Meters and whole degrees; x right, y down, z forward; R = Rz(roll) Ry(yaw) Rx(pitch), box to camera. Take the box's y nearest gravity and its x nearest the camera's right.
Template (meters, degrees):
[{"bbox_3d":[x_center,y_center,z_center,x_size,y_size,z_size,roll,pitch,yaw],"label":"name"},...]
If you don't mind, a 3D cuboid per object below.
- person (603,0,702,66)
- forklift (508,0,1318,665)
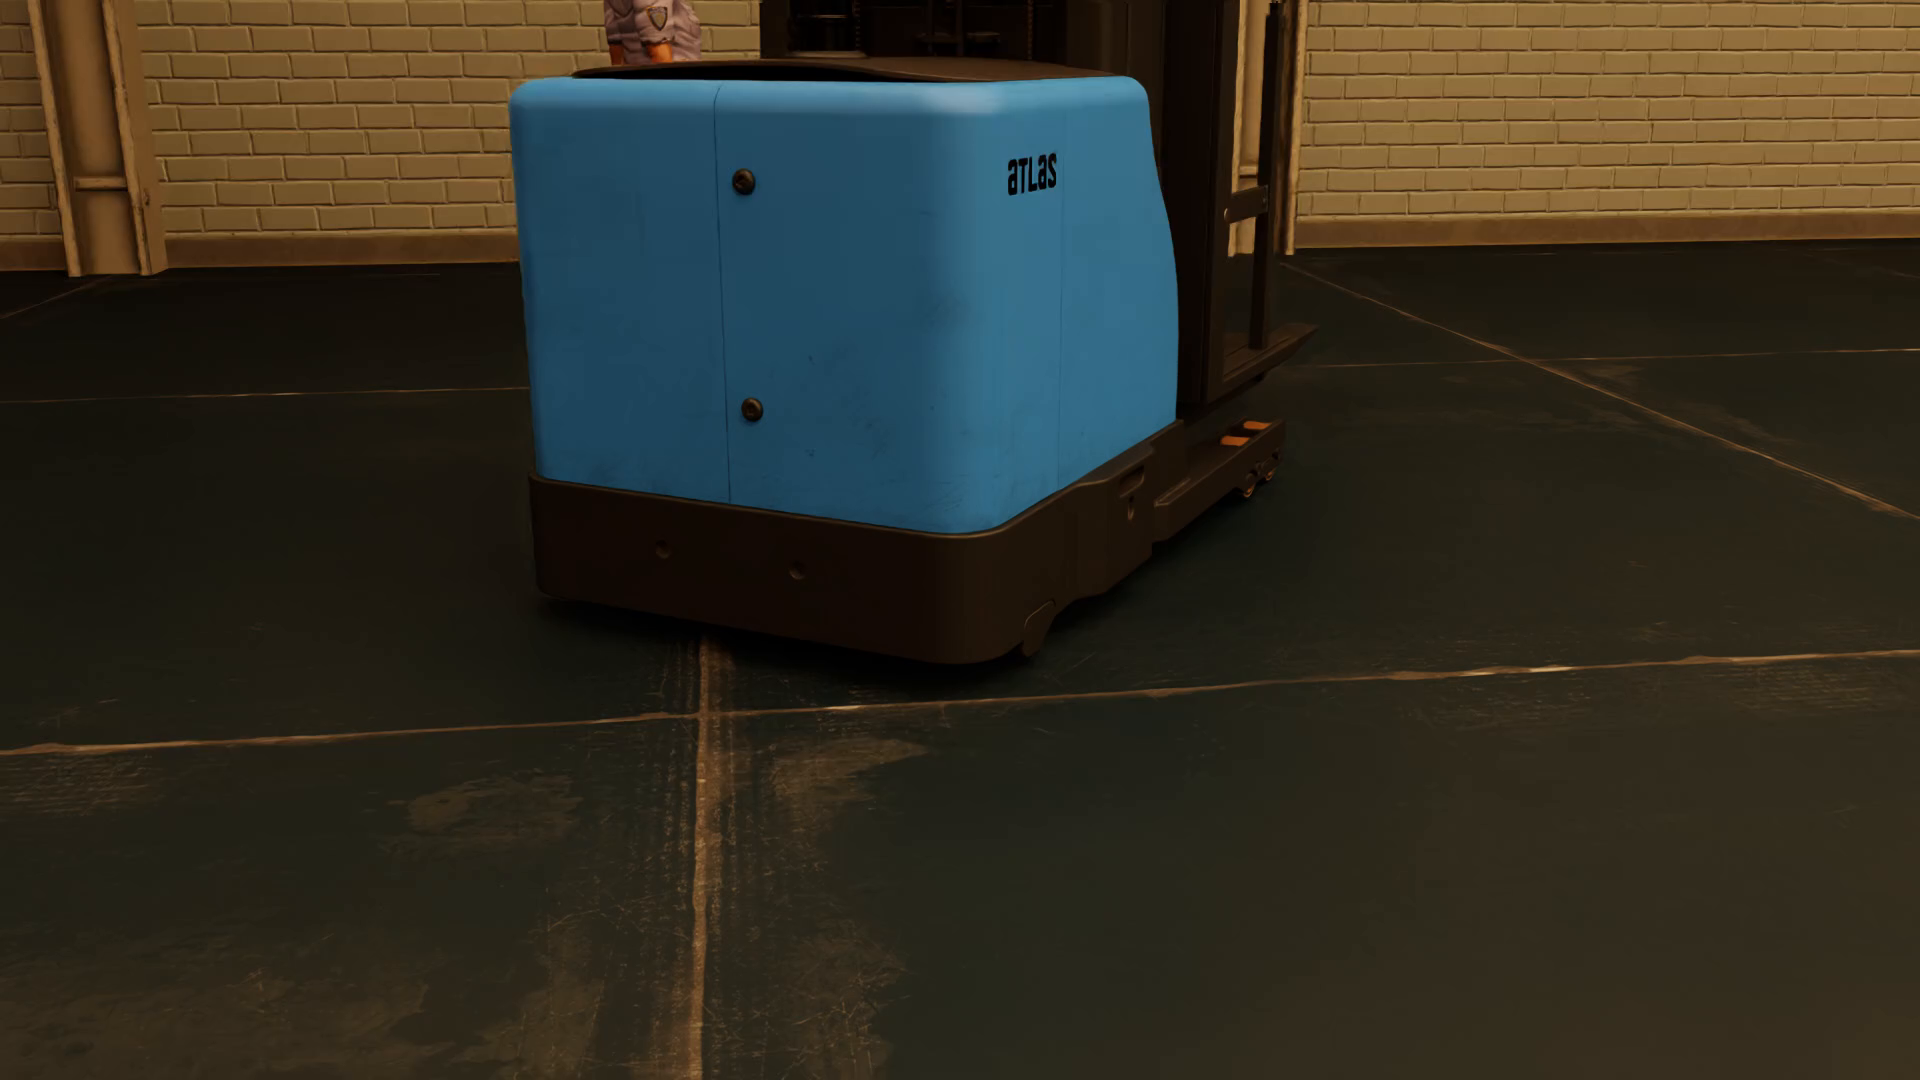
[{"bbox_3d":[-1.179,-1.611,6.468,0.363,1.651,0.485,-10,20,-31],"label":"person"},{"bbox_3d":[0.231,-1.559,4.060,1.130,2.935,3.031,8,19,25],"label":"forklift"}]
